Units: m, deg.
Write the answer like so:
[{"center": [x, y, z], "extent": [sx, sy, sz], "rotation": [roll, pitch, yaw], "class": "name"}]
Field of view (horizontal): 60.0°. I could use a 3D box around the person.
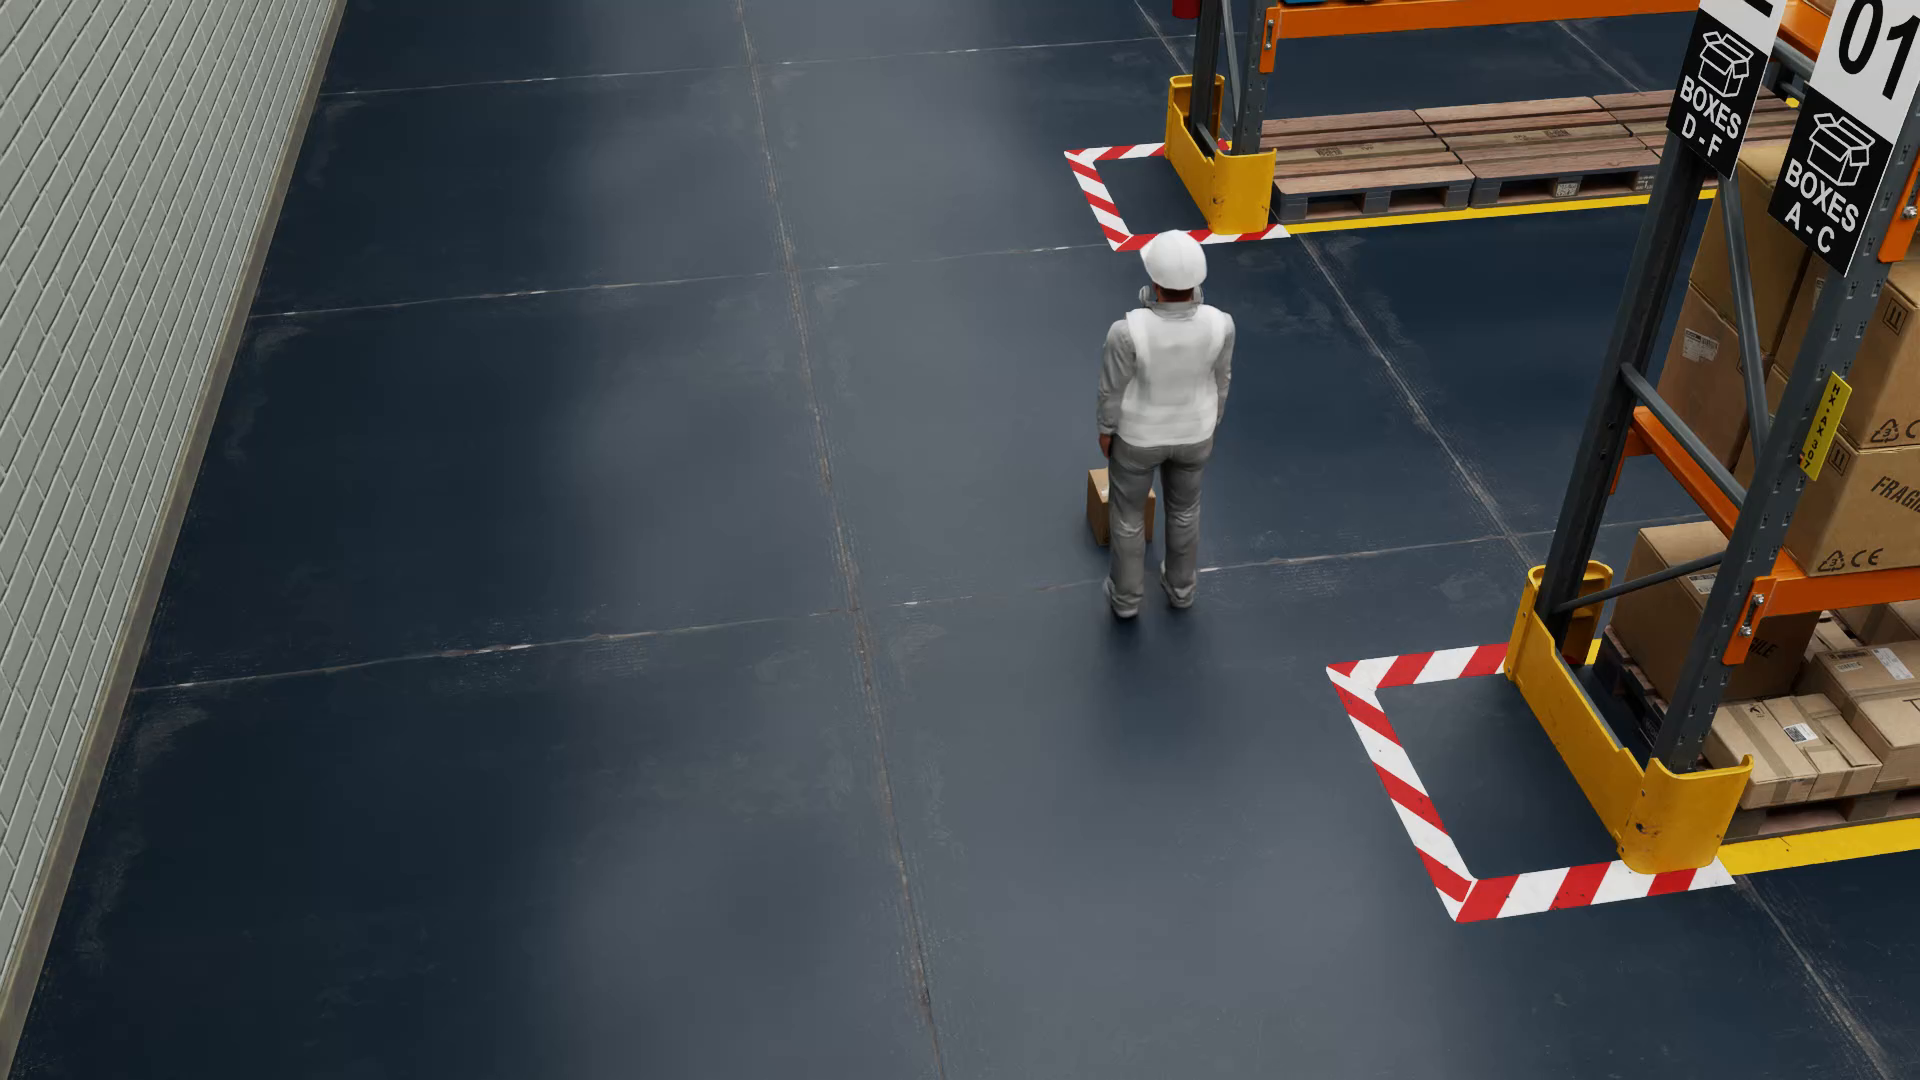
[{"center": [0.799, -0.446, 6.719], "extent": [0.531, 1.792, 0.359], "rotation": [-5, 39, -7], "class": "person"}]
